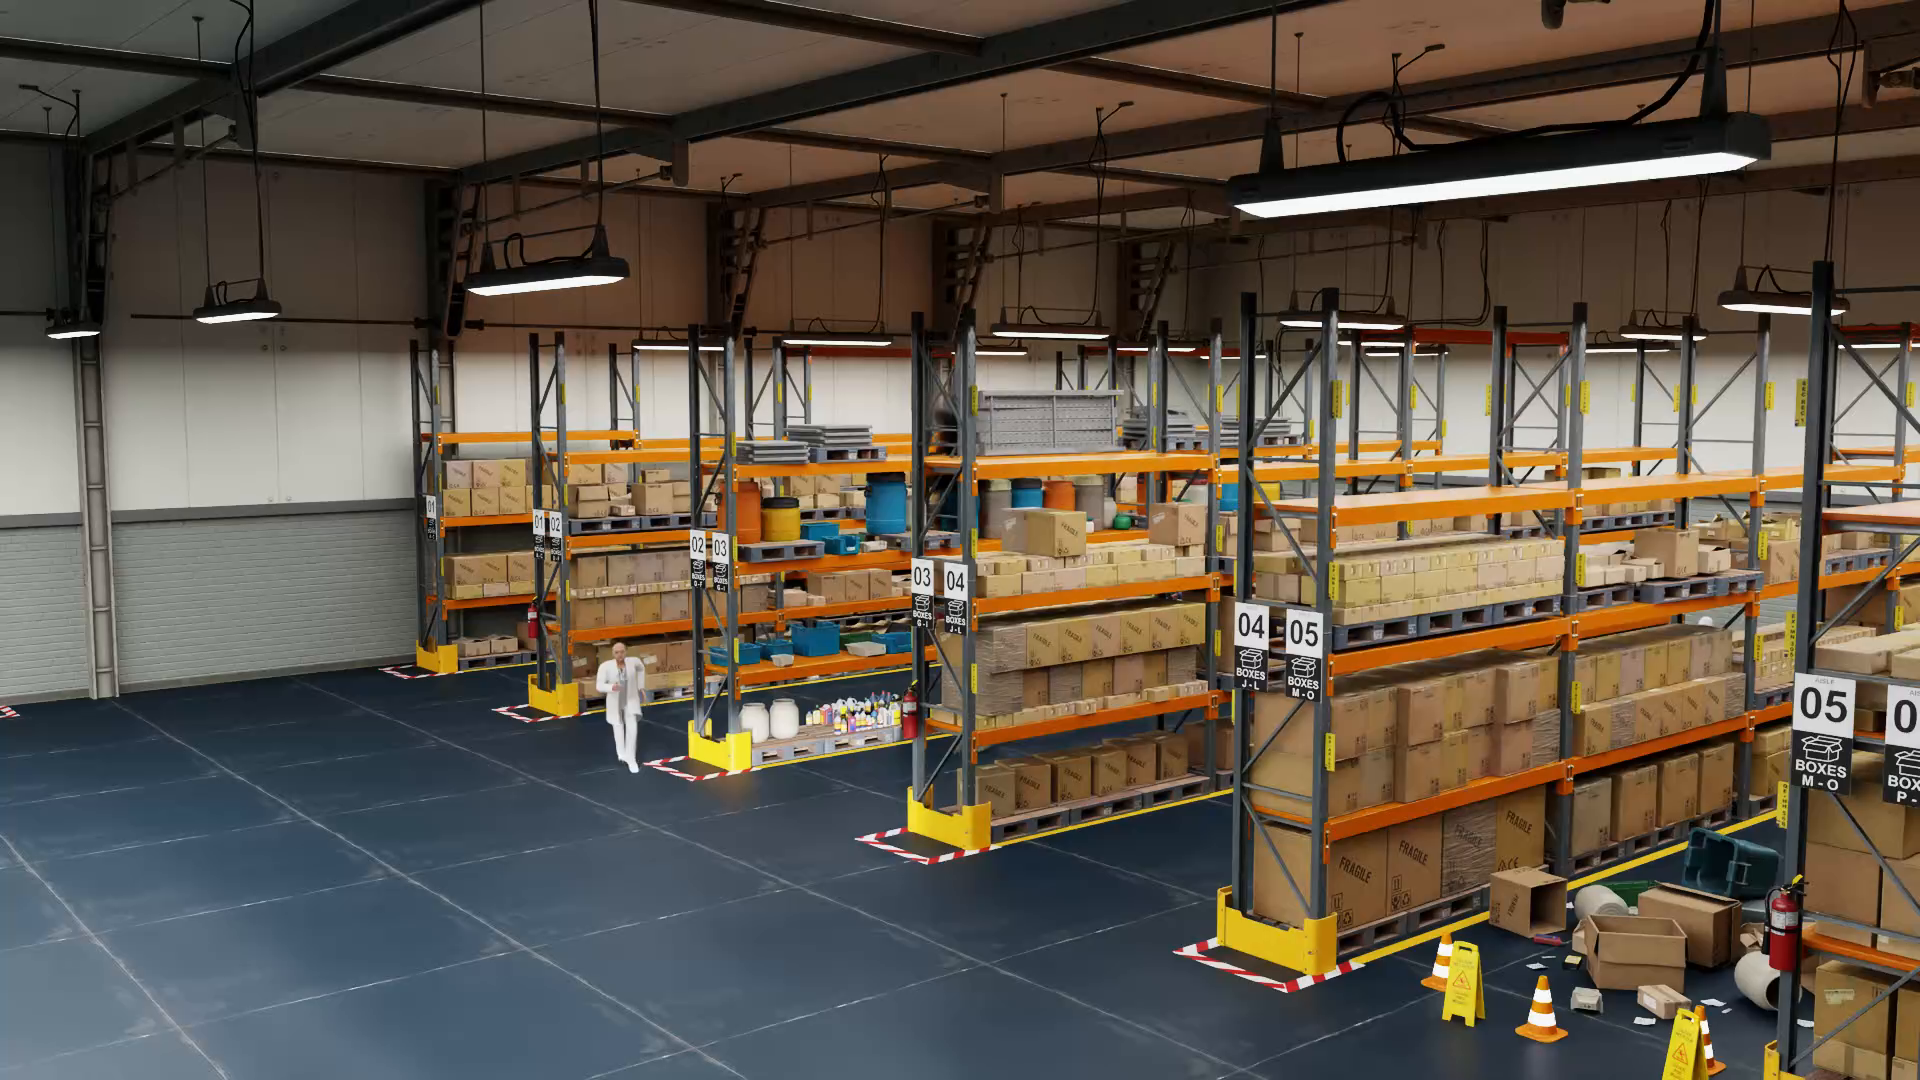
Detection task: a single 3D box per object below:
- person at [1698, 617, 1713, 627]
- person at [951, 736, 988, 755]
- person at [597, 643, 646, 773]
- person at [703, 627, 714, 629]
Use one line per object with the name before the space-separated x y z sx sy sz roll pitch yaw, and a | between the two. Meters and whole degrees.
person | 11.304 1.988 25.174 0.673 1.709 0.702 4 6 35
person | 0.116 2.185 23.089 0.721 1.629 1.009 4 6 34
person | -4.551 2.217 22.373 0.627 1.734 1.056 -1 5 -9
person | -4.589 1.479 30.848 0.550 1.688 0.699 4 6 35
